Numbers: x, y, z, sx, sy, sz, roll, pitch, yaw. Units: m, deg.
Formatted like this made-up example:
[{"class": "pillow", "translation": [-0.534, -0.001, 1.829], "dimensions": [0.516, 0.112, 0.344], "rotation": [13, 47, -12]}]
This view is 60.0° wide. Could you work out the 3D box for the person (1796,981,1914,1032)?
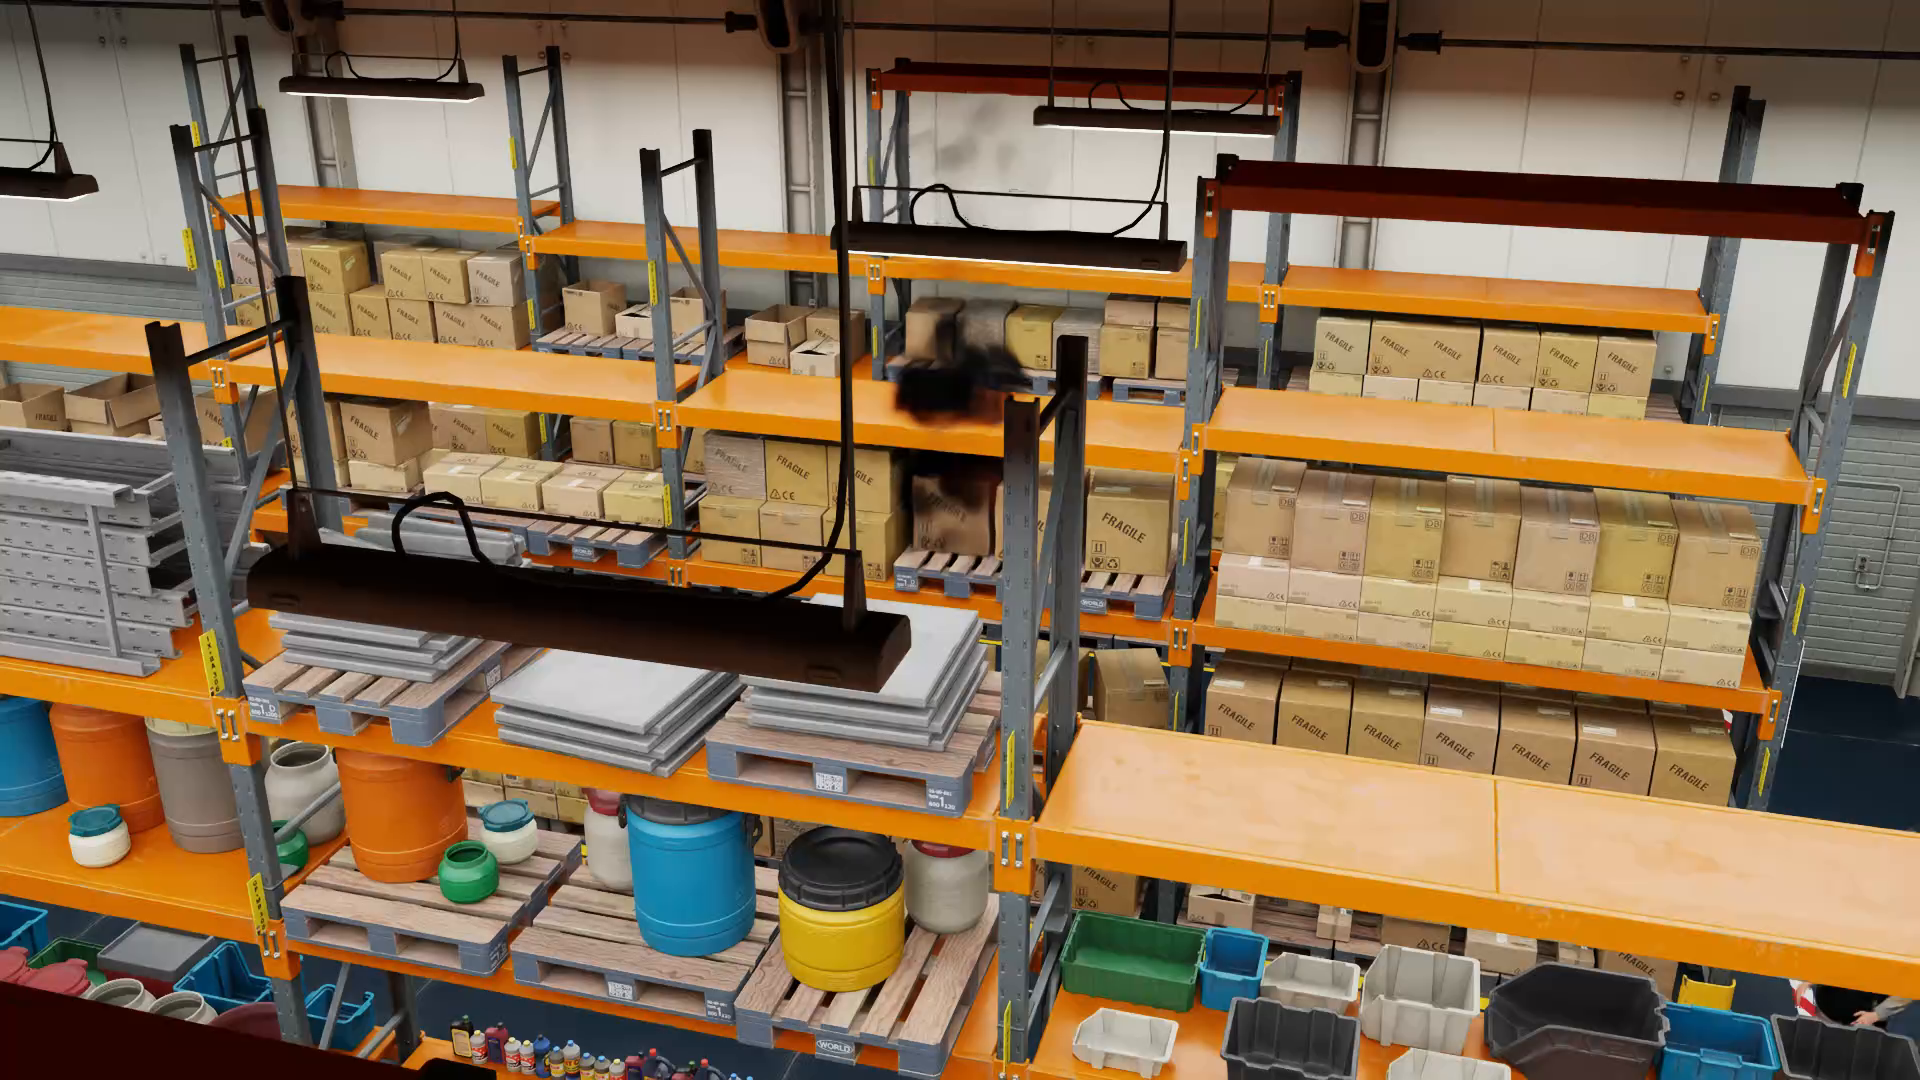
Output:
[{"class": "person", "translation": [5.839, 3.147, 11.005], "dimensions": [0.573, 1.674, 0.727], "rotation": [-18, 28, -36]}]
